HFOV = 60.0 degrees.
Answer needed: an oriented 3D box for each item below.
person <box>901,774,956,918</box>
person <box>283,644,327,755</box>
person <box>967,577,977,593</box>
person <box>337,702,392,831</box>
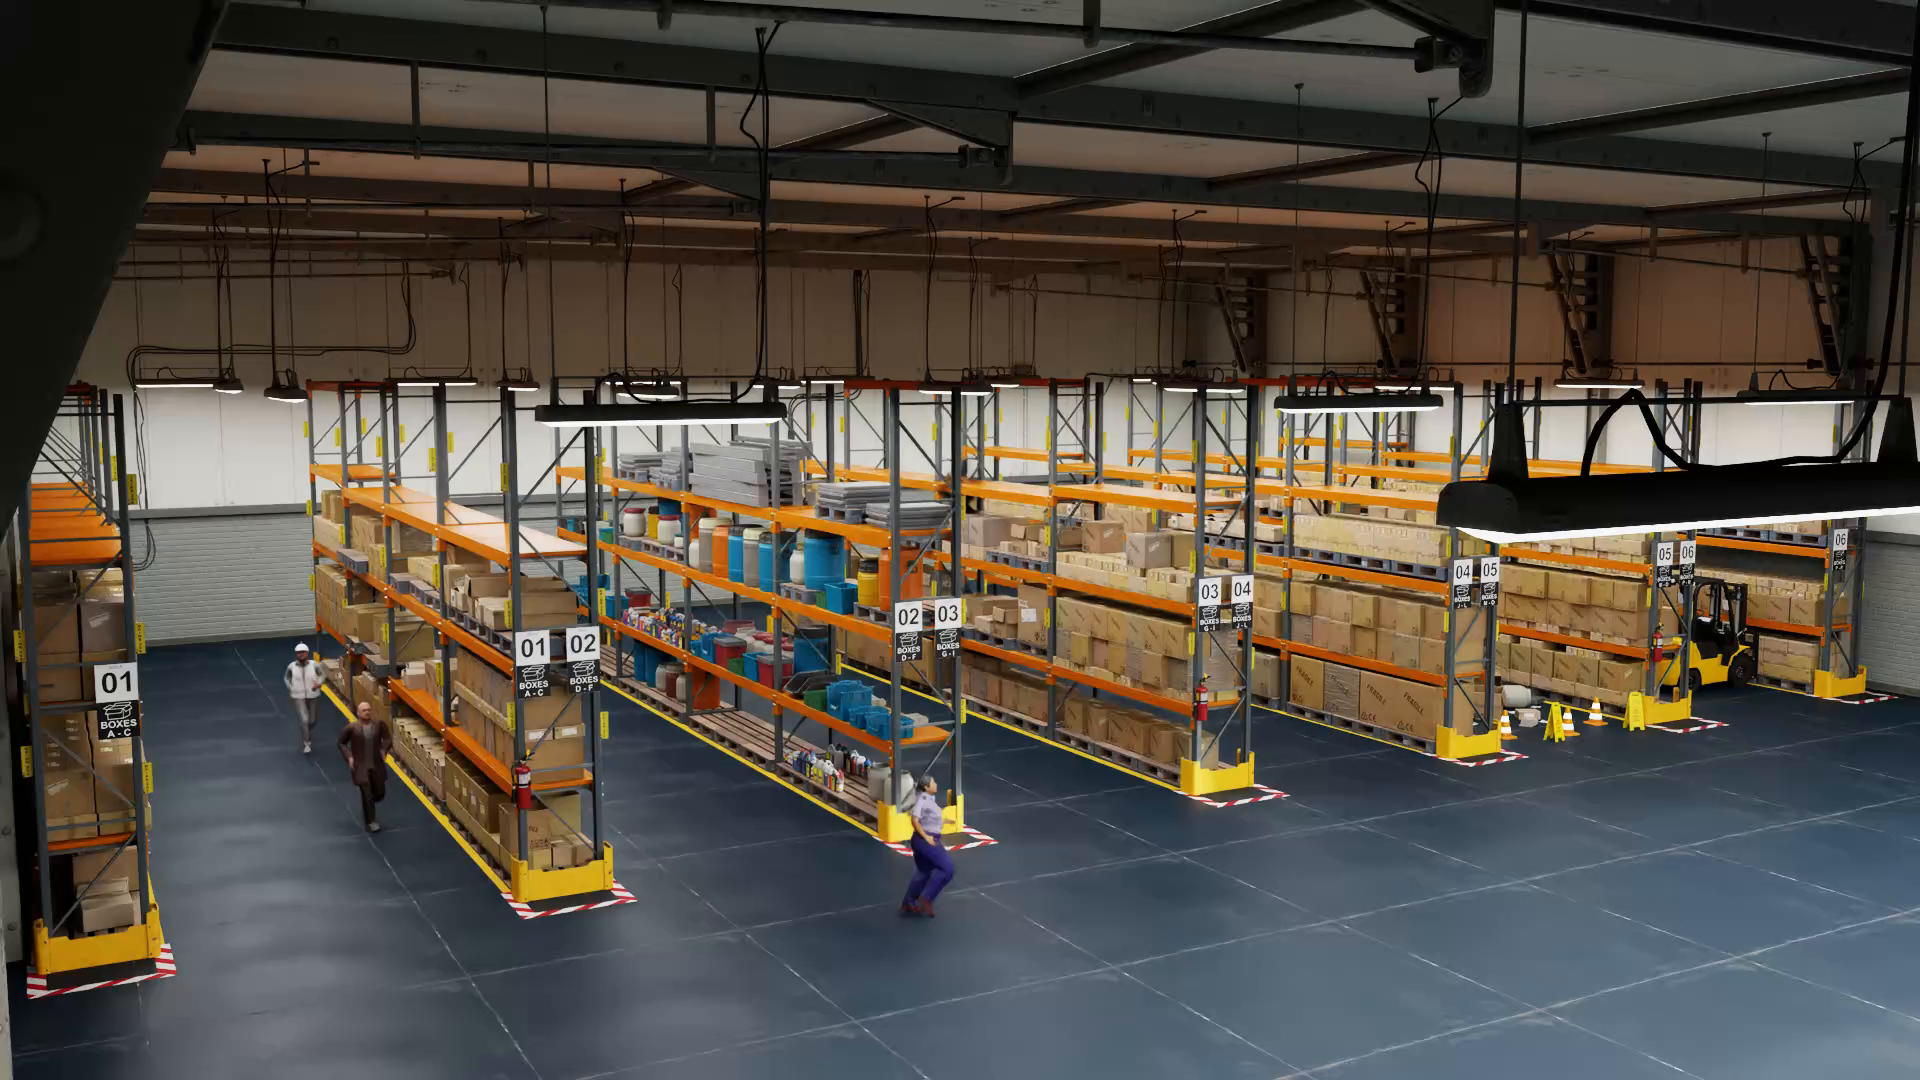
[{"bbox_3d":[-0.347,3.507,19.089,0.648,1.630,0.579,-1,6,-11],"label":"person"},{"bbox_3d":[-10.721,2.571,27.256,0.656,1.772,0.800,-3,7,-24],"label":"person"},{"bbox_3d":[0.284,0.986,42.087,0.876,1.755,0.735,0,6,5],"label":"person"},{"bbox_3d":[-8.084,3.060,22.634,0.703,1.735,0.724,-4,7,-33],"label":"person"}]
